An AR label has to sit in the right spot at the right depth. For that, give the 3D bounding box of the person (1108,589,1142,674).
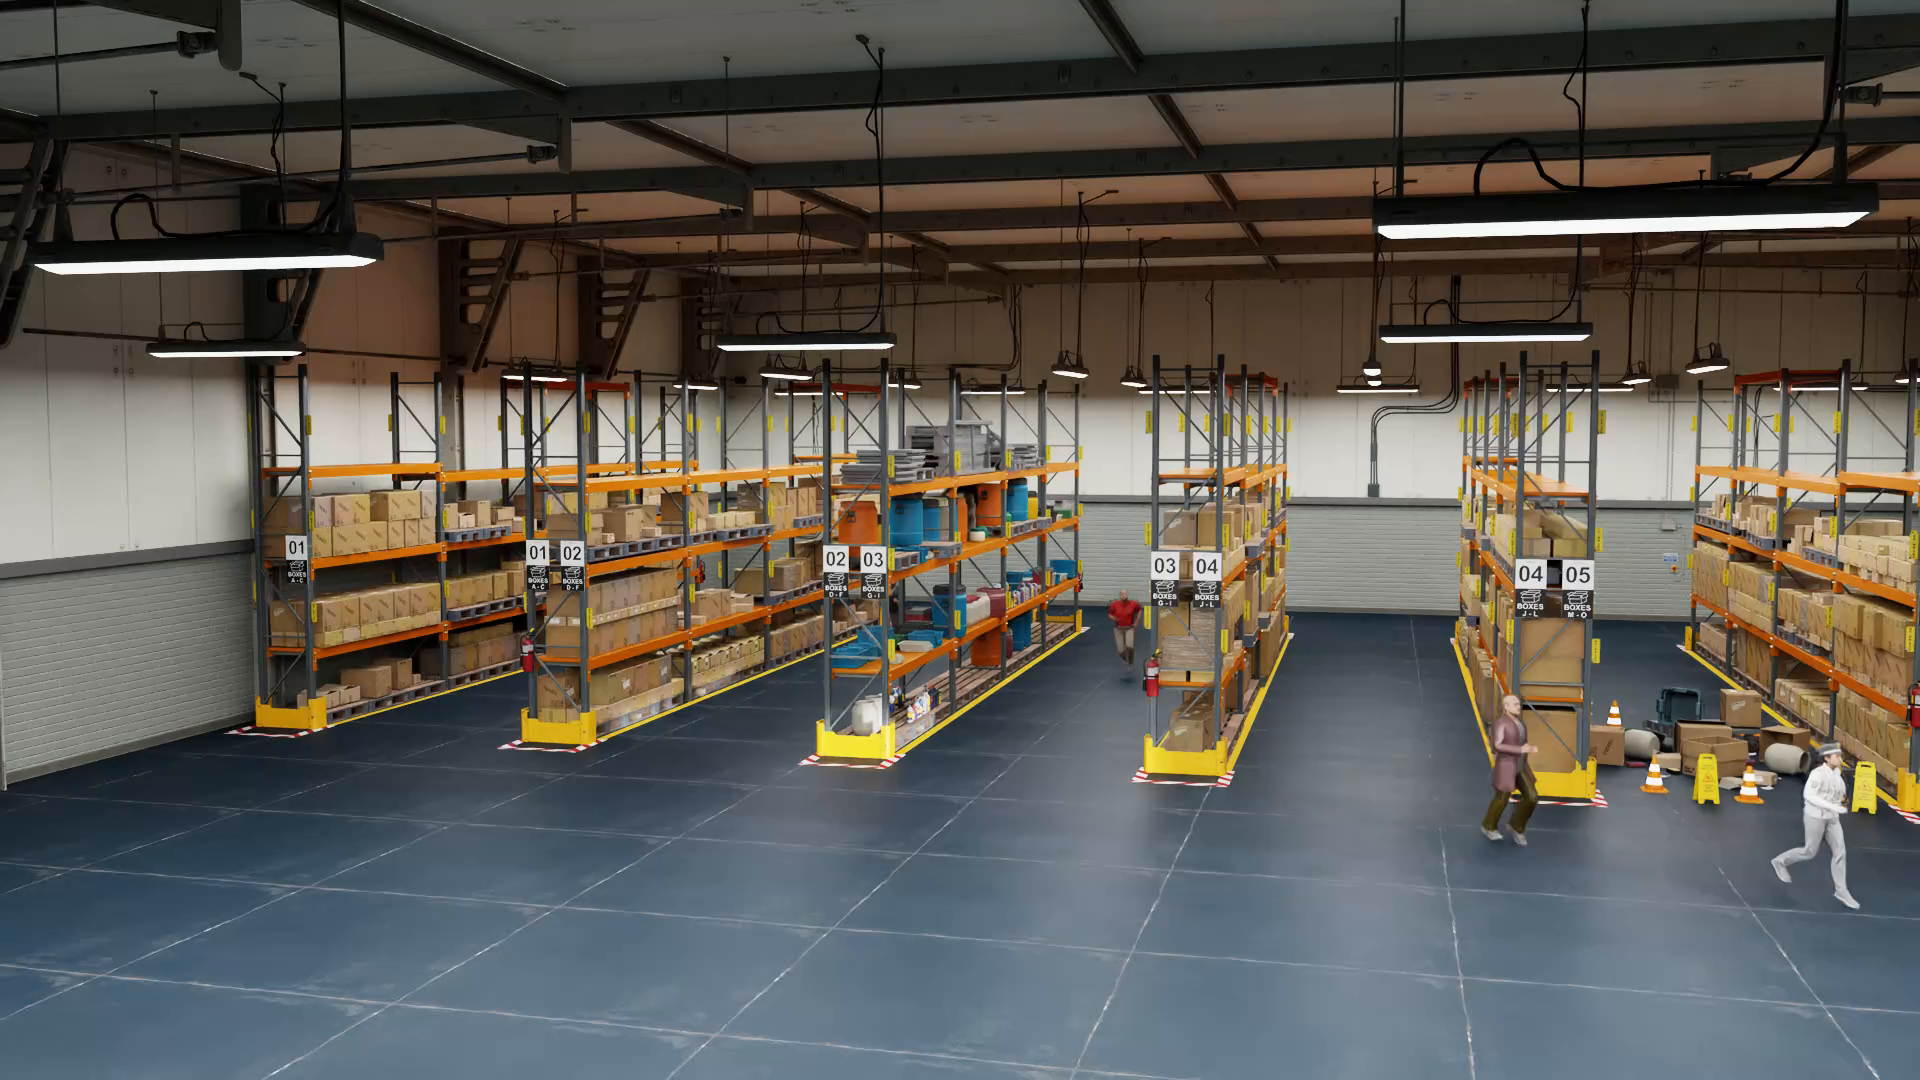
[{"bbox_3d":[3.239,1.797,32.778,0.650,1.672,0.738,1,4,11],"label":"person"}]

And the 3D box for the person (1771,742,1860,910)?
[{"bbox_3d":[9.086,2.951,17.585,0.637,1.694,0.980,-3,5,-32],"label":"person"}]

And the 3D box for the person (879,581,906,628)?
[{"bbox_3d":[-1.494,1.659,36.534,0.638,1.734,0.781,0,4,2],"label":"person"}]

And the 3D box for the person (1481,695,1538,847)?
[{"bbox_3d":[6.559,2.759,19.790,0.700,1.840,0.813,-2,5,-30],"label":"person"}]
